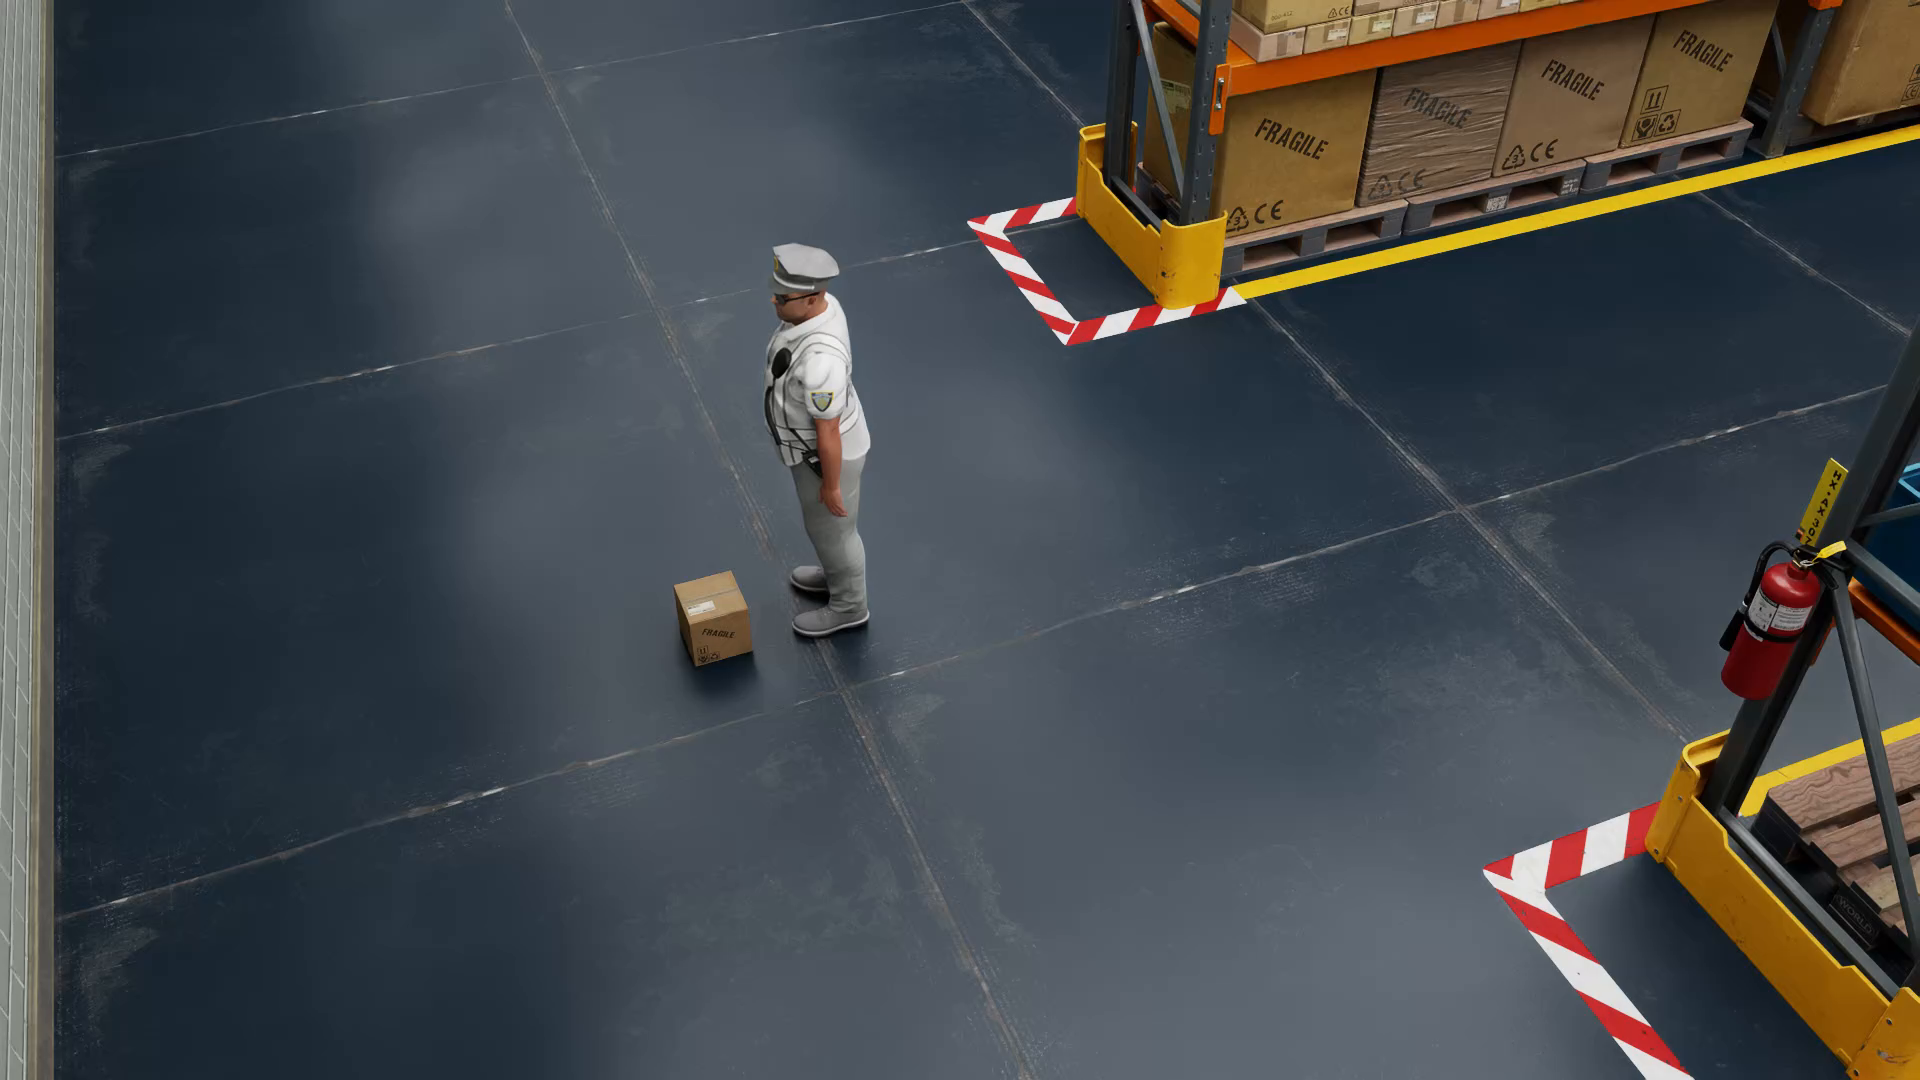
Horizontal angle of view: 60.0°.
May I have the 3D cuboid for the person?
[{"bbox_3d":[-0.558,-0.372,6.544,0.402,1.773,0.562,-6,42,-7],"label":"person"}]
